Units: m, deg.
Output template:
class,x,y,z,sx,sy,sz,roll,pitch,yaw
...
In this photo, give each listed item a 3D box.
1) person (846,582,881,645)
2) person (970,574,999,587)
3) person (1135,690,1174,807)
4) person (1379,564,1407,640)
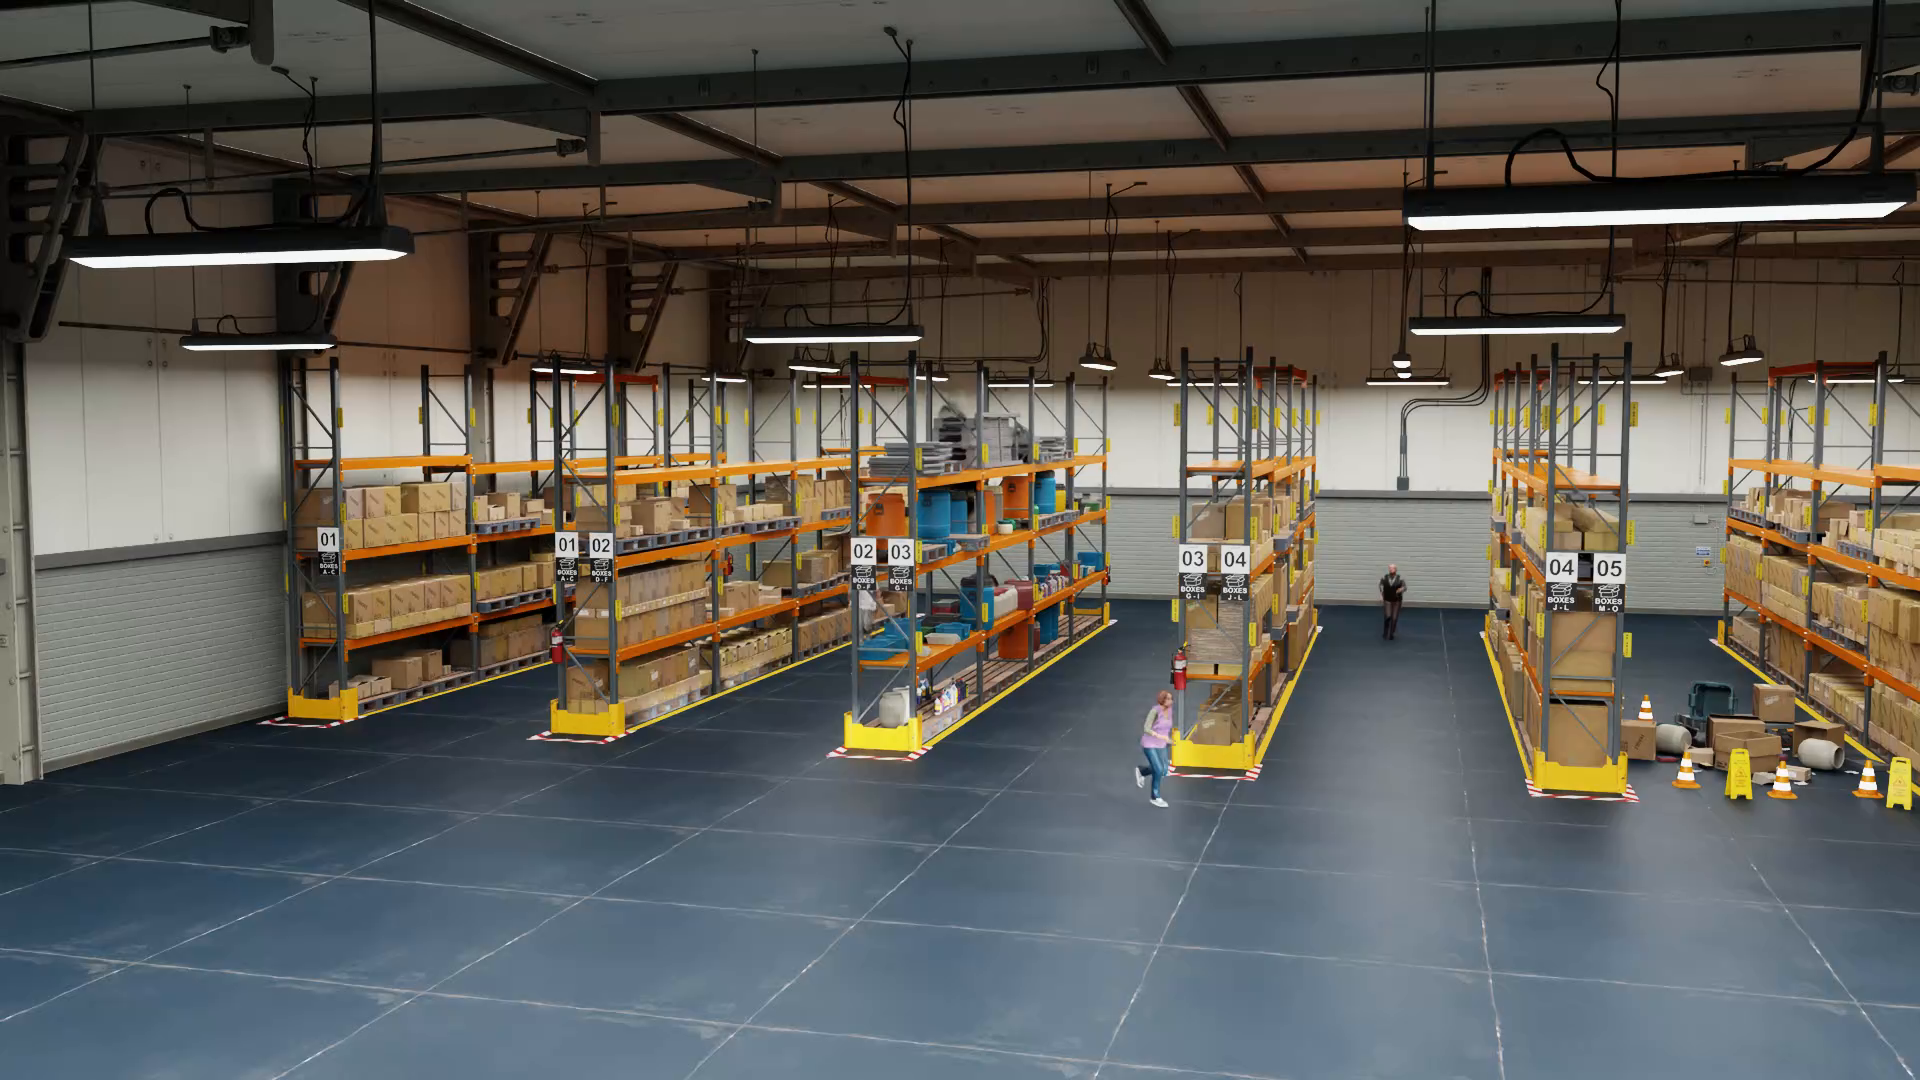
class,x,y,z,sx,sy,sz,roll,pitch,yaw
person,-1.965,1.384,33.687,0.695,1.731,0.677,1,4,12
person,0.487,1.396,37.262,0.736,1.769,1.005,1,4,12
person,2.513,2.673,21.488,0.506,1.541,0.690,-3,5,-37
person,9.751,1.405,37.473,0.633,1.724,0.687,1,4,15
